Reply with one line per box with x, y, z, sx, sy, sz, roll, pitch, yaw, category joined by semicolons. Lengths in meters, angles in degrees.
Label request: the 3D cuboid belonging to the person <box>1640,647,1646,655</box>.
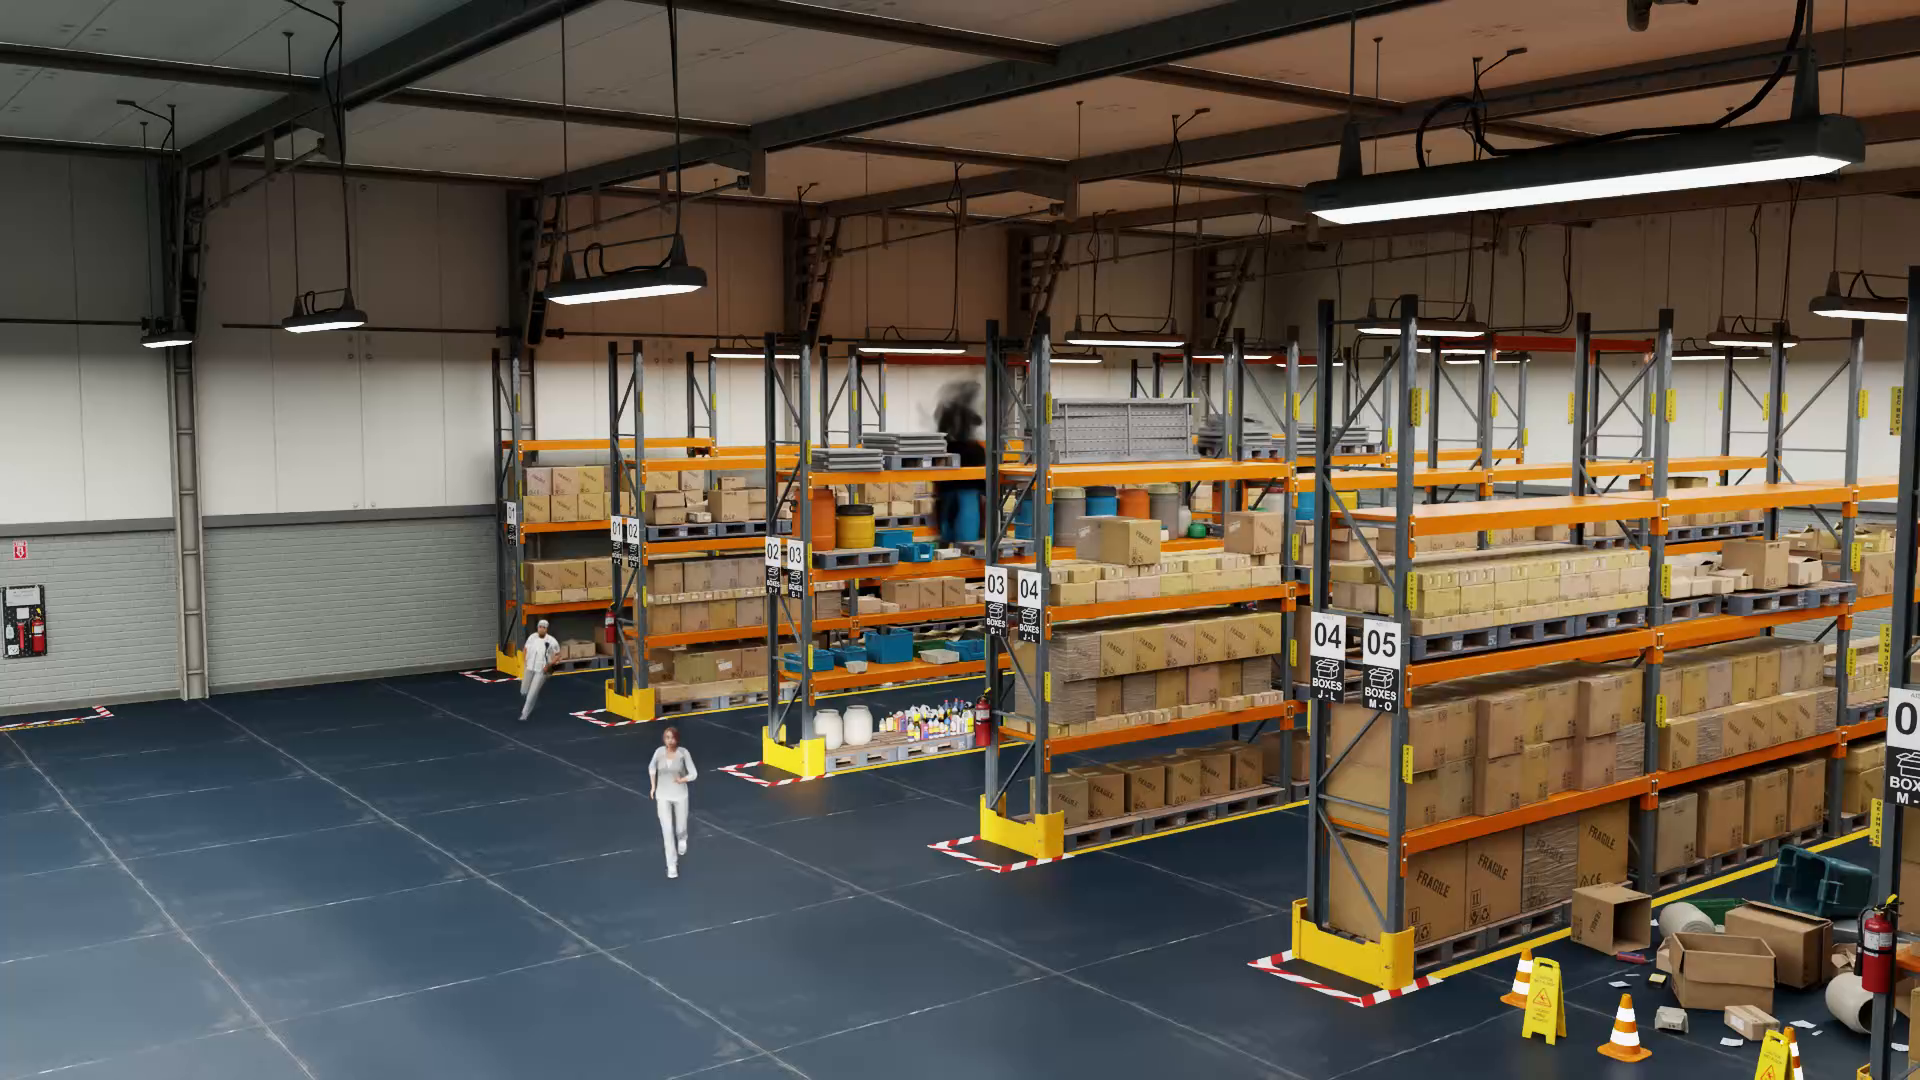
9.563;2.265;23.225;0.565;1.728;0.713;-4;7;-42;person

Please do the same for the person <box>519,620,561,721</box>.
-6.701;2.054;26.593;0.674;1.595;0.668;1;5;8;person

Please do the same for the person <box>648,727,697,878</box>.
-3.107;2.834;17.998;0.538;1.480;0.804;0;5;-4;person
